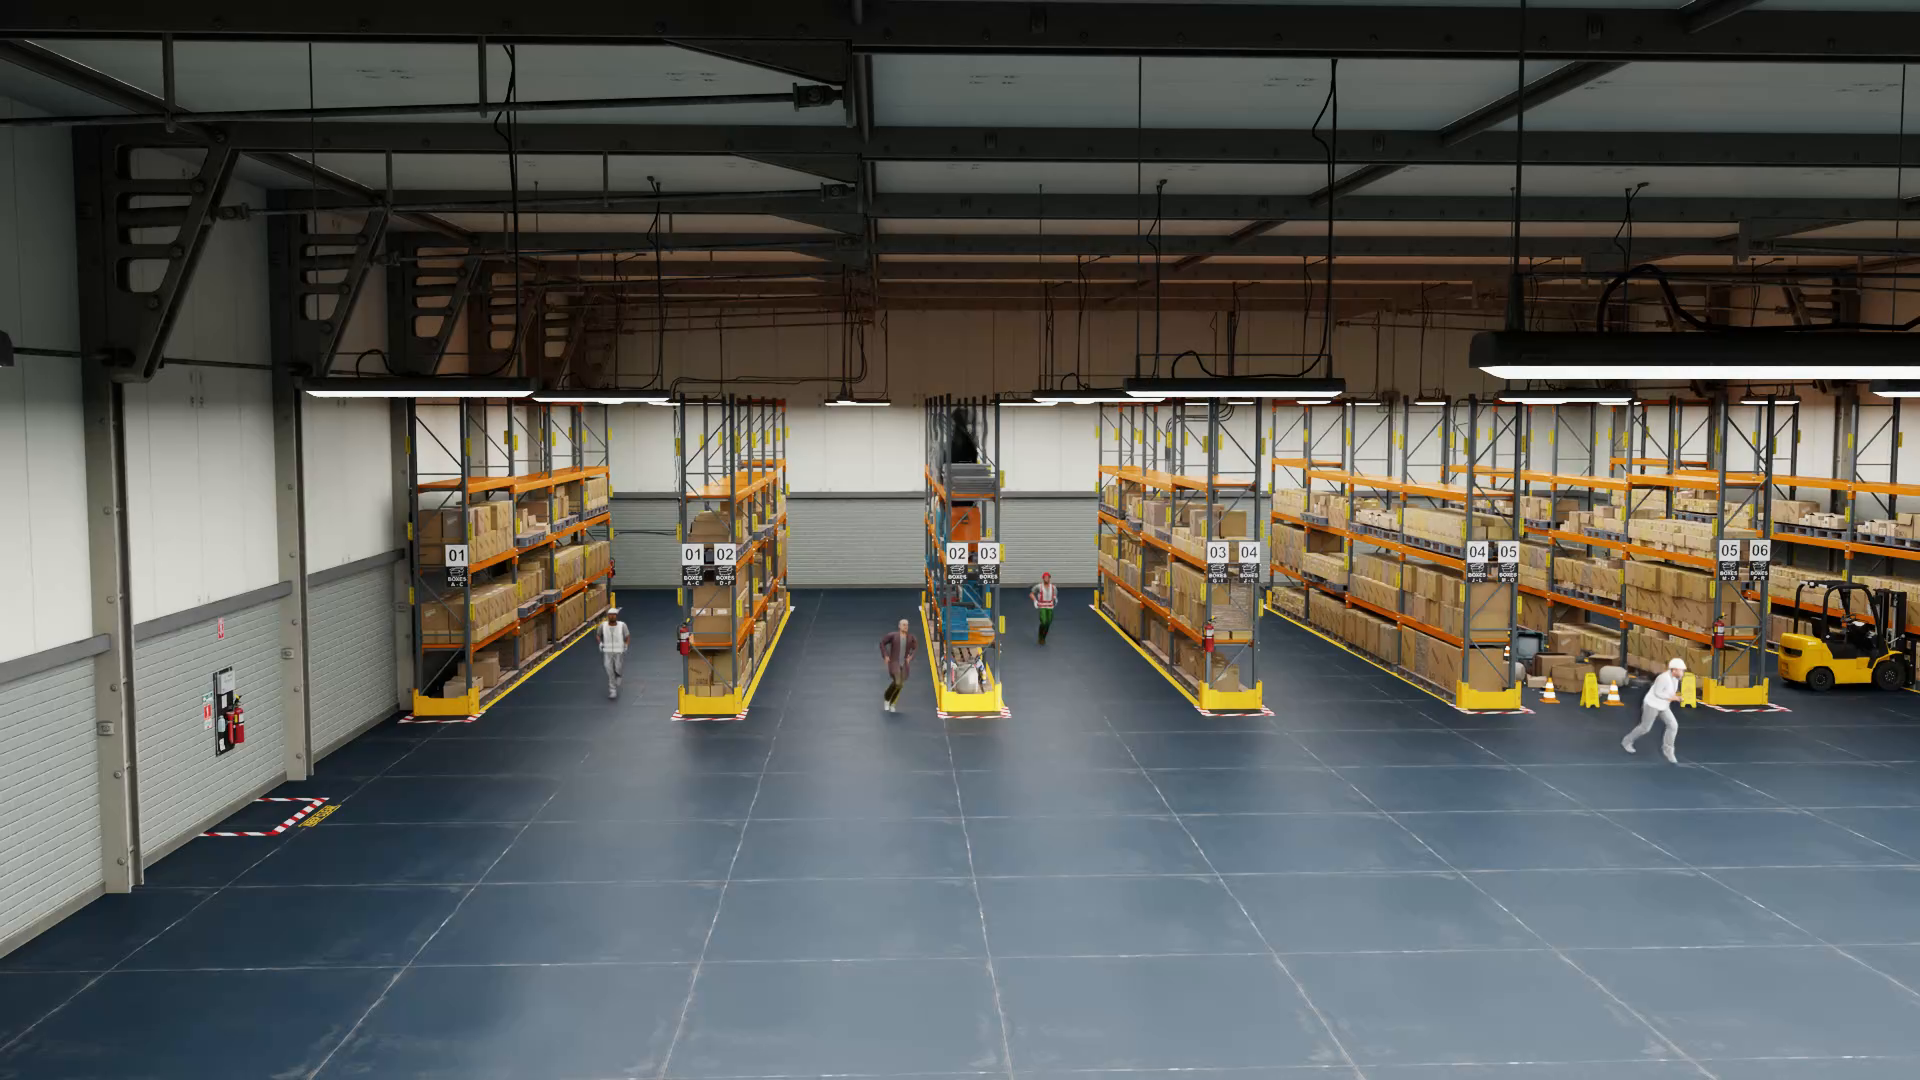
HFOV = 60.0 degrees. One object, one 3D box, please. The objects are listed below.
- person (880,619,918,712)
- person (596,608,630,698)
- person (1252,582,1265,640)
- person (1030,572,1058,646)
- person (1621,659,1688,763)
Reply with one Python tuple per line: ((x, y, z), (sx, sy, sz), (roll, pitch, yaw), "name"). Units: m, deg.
((-1.113, 2.404, 31.448), (0.691, 1.688, 0.638), (-2, 5, -23), "person")
((-6.936, 2.233, 33.238), (0.681, 1.759, 0.778), (-1, 5, -8), "person")
((7.263, 1.614, 41.341), (0.674, 1.682, 0.782), (-1, 5, -10), "person")
((2.076, 1.666, 40.148), (0.633, 1.773, 0.674), (-1, 5, -18), "person")
((11.370, 2.761, 27.192), (0.700, 1.732, 1.016), (-4, 6, -44), "person")
